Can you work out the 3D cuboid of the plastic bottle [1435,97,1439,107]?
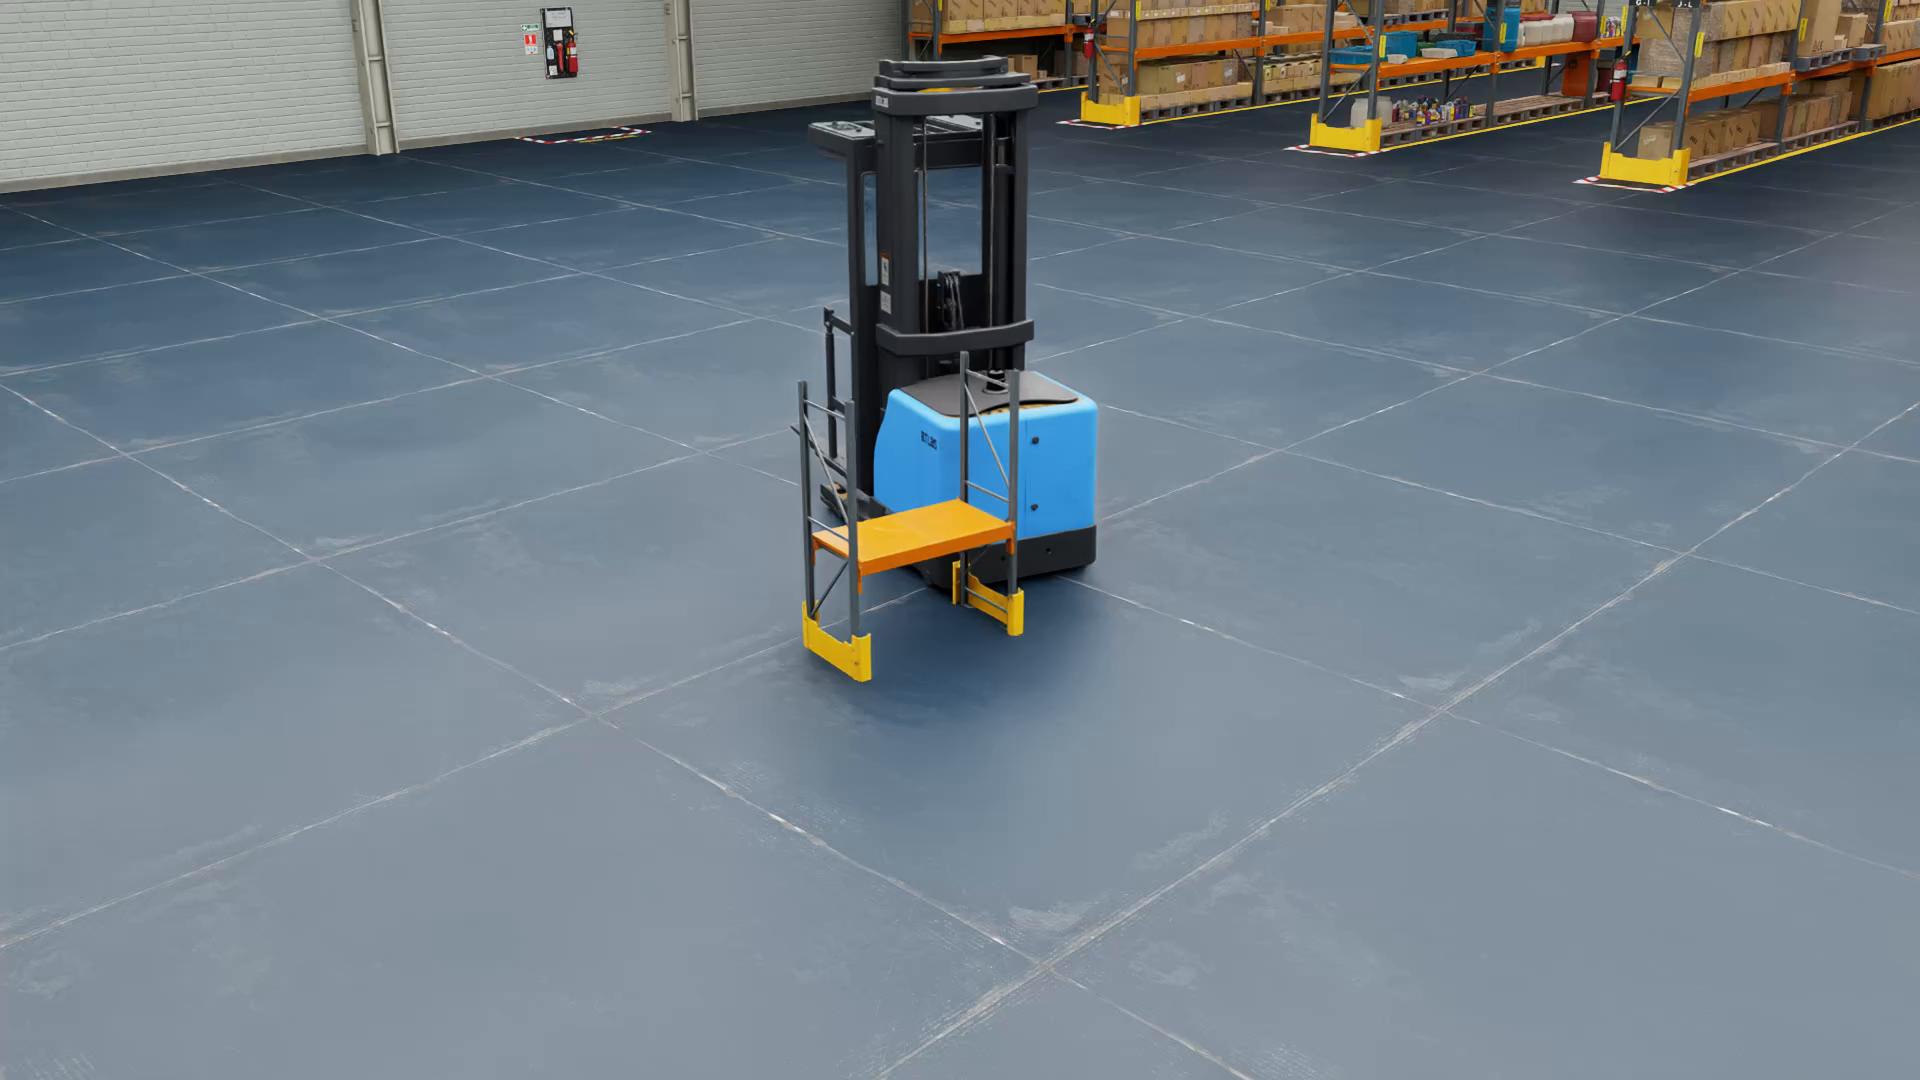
[{"bbox_3d":[8.568,-7.834,29.964,0.097,0.271,0.097,0,21,0],"label":"plastic bottle"}]

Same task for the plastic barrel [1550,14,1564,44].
[{"bbox_3d":[11.036,-9.528,31.028,0.421,0.512,0.421,0,21,0],"label":"plastic barrel"}]

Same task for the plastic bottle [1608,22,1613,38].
[{"bbox_3d":[12.690,-9.951,32.447,0.061,0.283,0.133,19,28,41],"label":"plastic bottle"}]

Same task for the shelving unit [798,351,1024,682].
[{"bbox_3d":[-0.252,-0.154,8.886,1.083,1.500,0.587,-14,25,-33],"label":"shelving unit"}]

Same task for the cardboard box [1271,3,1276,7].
[{"bbox_3d":[7.554,-13.144,40.914,0.380,0.149,0.250,20,28,41],"label":"cardboard box"}]

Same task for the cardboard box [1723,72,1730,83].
[{"bbox_3d":[11.100,-6.826,24.502,0.380,0.149,0.250,19,28,41],"label":"cardboard box"}]

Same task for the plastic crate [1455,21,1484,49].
[{"bbox_3d":[9.223,-9.105,29.993,0.402,0.464,0.583,19,28,41],"label":"plastic crate"}]

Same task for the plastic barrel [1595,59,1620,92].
[{"bbox_3d":[13.012,-9.393,33.608,0.600,0.588,0.708,19,28,41],"label":"plastic barrel"}]

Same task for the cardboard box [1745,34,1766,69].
[{"bbox_3d":[11.644,-7.446,25.213,0.875,0.500,0.500,19,28,41],"label":"cardboard box"}]

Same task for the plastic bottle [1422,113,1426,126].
[{"bbox_3d":[7.874,-7.160,28.308,0.097,0.201,0.097,0,21,0],"label":"plastic bottle"}]

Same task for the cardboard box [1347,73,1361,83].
[{"bbox_3d":[8.156,-9.859,35.292,0.500,0.250,0.500,-19,28,-41],"label":"cardboard box"}]

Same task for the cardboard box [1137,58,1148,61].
[{"bbox_3d":[3.889,-11.119,38.193,0.700,0.500,0.500,19,28,41],"label":"cardboard box"}]

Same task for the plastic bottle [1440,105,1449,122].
[{"bbox_3d":[8.386,-7.397,28.822,0.135,0.276,0.152,-20,28,-41],"label":"plastic bottle"}]

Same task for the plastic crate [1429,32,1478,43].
[{"bbox_3d":[8.648,-8.742,29.225,0.767,0.338,0.504,19,28,41],"label":"plastic crate"}]

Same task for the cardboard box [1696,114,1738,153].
[{"bbox_3d":[11.575,-6.243,25.534,0.500,0.500,0.500,16,26,36],"label":"cardboard box"}]

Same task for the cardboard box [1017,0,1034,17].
[{"bbox_3d":[1.195,-11.188,34.637,0.500,0.500,0.500,18,28,39],"label":"cardboard box"}]

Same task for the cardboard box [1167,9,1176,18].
[{"bbox_3d":[3.731,-9.680,30.534,0.380,0.149,0.250,19,28,40],"label":"cardboard box"}]

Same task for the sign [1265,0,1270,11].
[{"bbox_3d":[5.957,-10.417,32.180,0.100,0.325,0.005,19,28,41],"label":"sign"}]

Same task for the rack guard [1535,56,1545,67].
[{"bbox_3d":[19.649,-9.442,33.293,20.942,1.325,4.102,19,28,41],"label":"rack guard"}]

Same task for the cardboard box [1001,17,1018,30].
[{"bbox_3d":[0.850,-10.707,34.430,0.500,0.250,0.500,20,28,41],"label":"cardboard box"}]

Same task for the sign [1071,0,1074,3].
[{"bbox_3d":[2.400,-11.624,35.429,0.100,0.325,0.005,19,28,41],"label":"sign"}]

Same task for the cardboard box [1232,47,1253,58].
[{"bbox_3d":[6.609,-12.174,40.478,0.750,0.750,0.750,-19,28,-40],"label":"cardboard box"}]

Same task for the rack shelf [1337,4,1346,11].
[{"bbox_3d":[16.869,-9.828,29.990,30.877,2.506,11.997,19,28,41],"label":"rack shelf"}]

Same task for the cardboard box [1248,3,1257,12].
[{"bbox_3d":[5.522,-10.341,32.254,0.380,0.149,0.250,19,28,41],"label":"cardboard box"}]

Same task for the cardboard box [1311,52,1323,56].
[{"bbox_3d":[7.773,-10.256,35.543,0.500,0.311,0.500,-19,28,-40],"label":"cardboard box"}]

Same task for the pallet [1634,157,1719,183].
[{"bbox_3d":[10.508,-5.524,24.653,1.003,0.211,1.213,19,28,41],"label":"pallet"}]

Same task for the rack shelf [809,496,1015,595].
[{"bbox_3d":[-0.259,0.015,8.946,1.000,0.185,0.538,-14,25,-33],"label":"rack shelf"}]

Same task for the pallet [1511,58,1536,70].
[{"bbox_3d":[13.321,-11.673,40.651,1.003,0.211,1.213,19,28,41],"label":"pallet"}]

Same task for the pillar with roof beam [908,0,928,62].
[{"bbox_3d":[2.169,-12.445,30.409,9.100,9.000,0.400,19,28,41],"label":"pillar with roof beam"}]

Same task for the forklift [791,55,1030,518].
[{"bbox_3d":[-0.274,-1.574,10.584,1.121,2.935,3.031,-10,23,-24],"label":"forklift"}]

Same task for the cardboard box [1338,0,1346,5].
[{"bbox_3d":[9.529,-14.255,43.063,0.980,0.700,0.700,19,28,40],"label":"cardboard box"}]

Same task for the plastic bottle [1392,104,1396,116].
[{"bbox_3d":[7.477,-7.420,28.881,0.152,0.276,0.135,20,28,41],"label":"plastic bottle"}]

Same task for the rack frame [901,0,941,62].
[{"bbox_3d":[-0.784,-10.325,33.258,1.000,3.000,0.127,19,28,41],"label":"rack frame"}]

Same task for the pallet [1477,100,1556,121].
[{"bbox_3d":[10.476,-8.099,31.352,1.003,0.211,1.213,19,28,41],"label":"pallet"}]

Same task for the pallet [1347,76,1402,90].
[{"bbox_3d":[8.896,-10.024,36.360,1.003,0.211,1.213,19,28,41],"label":"pallet"}]

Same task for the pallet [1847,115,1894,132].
[{"bbox_3d":[16.048,-7.545,29.910,1.003,0.211,1.213,19,28,41],"label":"pallet"}]

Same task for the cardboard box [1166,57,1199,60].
[{"bbox_3d":[4.313,-9.079,32.218,0.500,0.500,0.500,19,28,41],"label":"cardboard box"}]

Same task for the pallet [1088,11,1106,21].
[{"bbox_3d":[3.445,-11.773,37.292,1.003,0.211,1.213,19,28,41],"label":"pallet"}]

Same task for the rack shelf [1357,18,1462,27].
[{"bbox_3d":[9.744,-11.413,36.816,0.919,0.124,3.809,19,28,41],"label":"rack shelf"}]

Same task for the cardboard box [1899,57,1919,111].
[{"bbox_3d":[17.179,-8.496,30.873,1.225,0.875,0.875,18,27,39],"label":"cardboard box"}]

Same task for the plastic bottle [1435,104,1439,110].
[{"bbox_3d":[8.310,-7.427,28.890,0.061,0.283,0.133,19,28,41],"label":"plastic bottle"}]

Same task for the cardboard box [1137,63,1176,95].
[{"bbox_3d":[3.649,-8.560,30.867,0.500,0.500,0.500,19,28,41],"label":"cardboard box"}]

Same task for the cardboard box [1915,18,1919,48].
[{"bbox_3d":[17.394,-9.287,30.418,0.500,0.500,0.500,19,28,40],"label":"cardboard box"}]

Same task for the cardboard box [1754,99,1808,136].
[{"bbox_3d":[13.443,-6.943,27.329,0.700,0.500,0.500,19,28,40],"label":"cardboard box"}]

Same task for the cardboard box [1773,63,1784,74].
[{"bbox_3d":[12.533,-7.326,25.805,0.380,0.149,0.250,19,28,41],"label":"cardboard box"}]

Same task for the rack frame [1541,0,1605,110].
[{"bbox_3d":[11.895,-9.902,32.157,1.000,3.000,0.127,19,28,41],"label":"rack frame"}]

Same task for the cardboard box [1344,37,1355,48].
[{"bbox_3d":[9.961,-13.263,43.798,0.700,0.500,0.500,19,28,41],"label":"cardboard box"}]

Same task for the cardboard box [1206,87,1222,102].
[{"bbox_3d":[4.697,-8.595,32.003,0.500,0.250,0.500,19,28,41],"label":"cardboard box"}]

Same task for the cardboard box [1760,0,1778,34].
[{"bbox_3d":[11.839,-7.845,24.857,0.500,0.500,0.500,19,28,41],"label":"cardboard box"}]

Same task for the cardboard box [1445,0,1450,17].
[{"bbox_3d":[11.304,-12.411,38.543,0.500,0.500,0.500,-20,28,-41],"label":"cardboard box"}]

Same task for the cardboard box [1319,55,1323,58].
[{"bbox_3d":[7.802,-9.986,34.840,0.500,0.311,0.500,19,28,40],"label":"cardboard box"}]

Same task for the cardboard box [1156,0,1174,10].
[{"bbox_3d":[3.502,-10.006,30.478,0.700,0.500,0.500,18,28,39],"label":"cardboard box"}]
